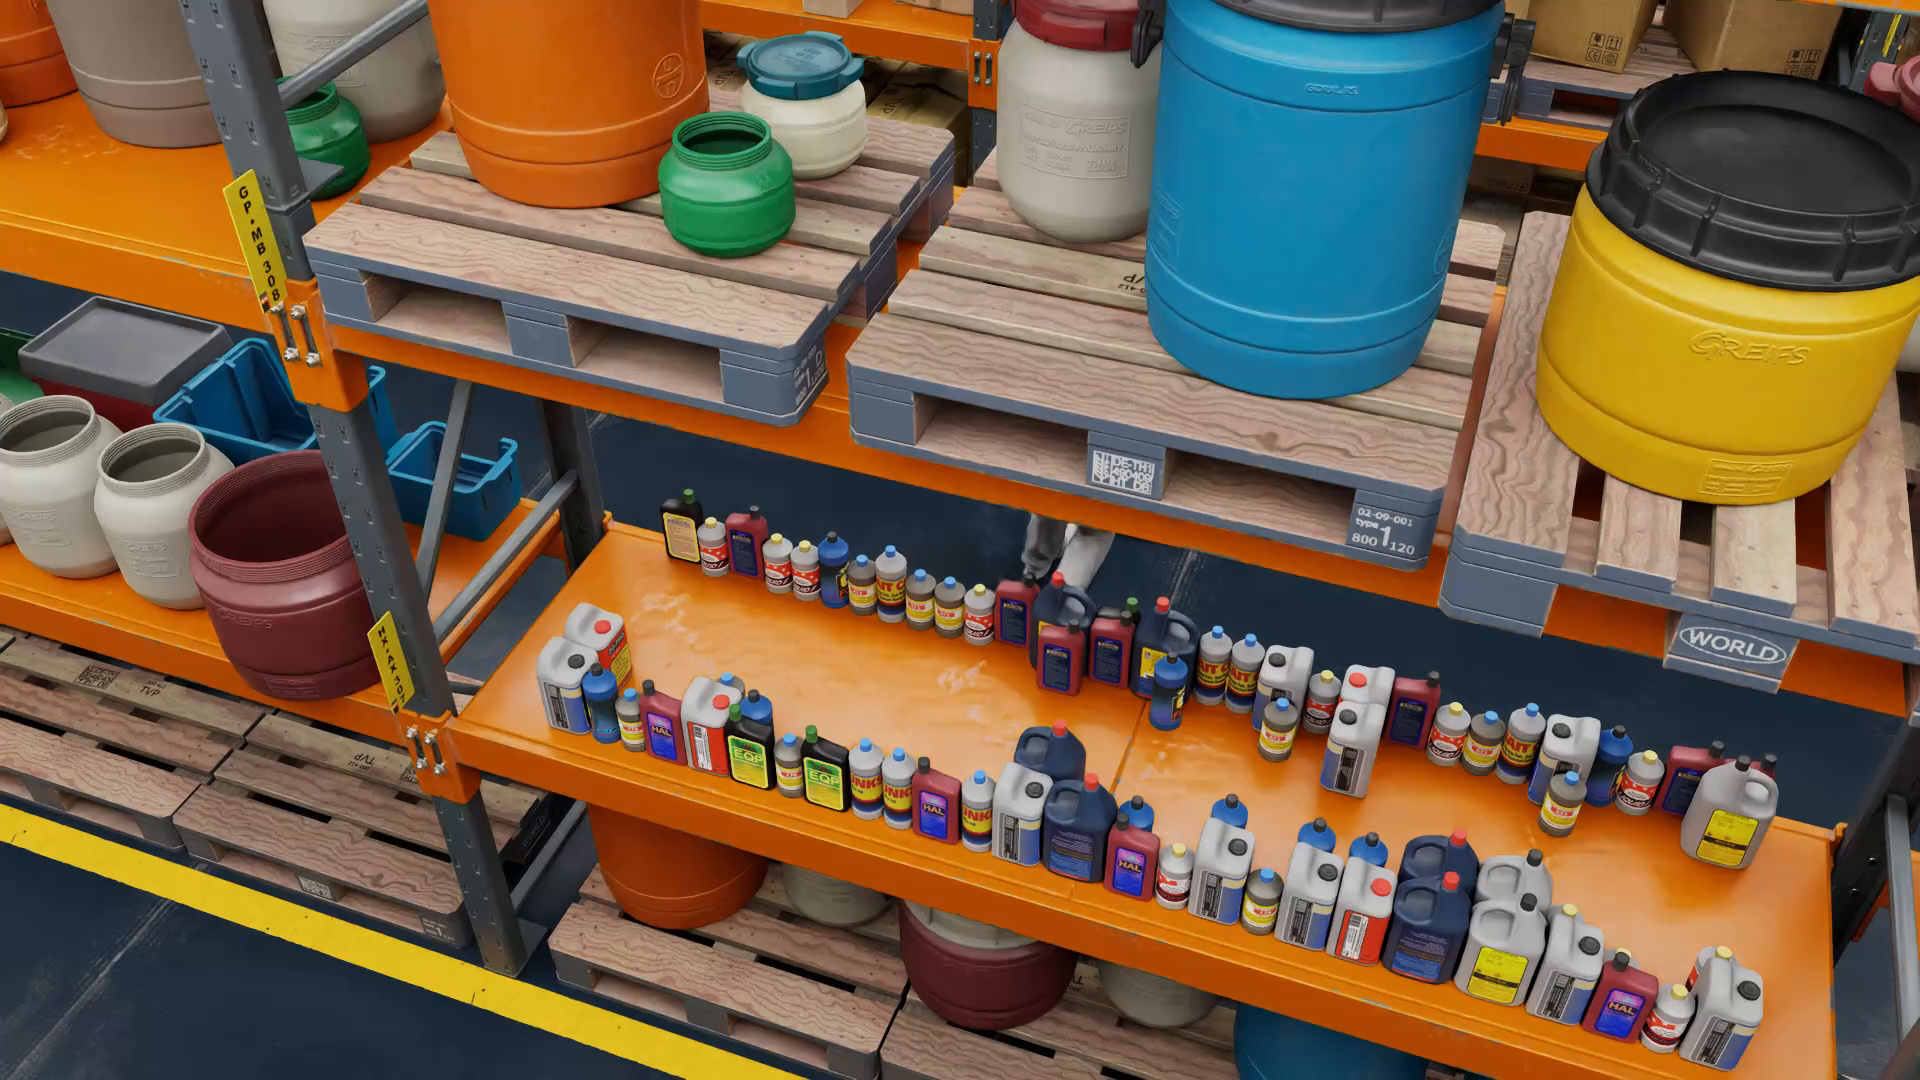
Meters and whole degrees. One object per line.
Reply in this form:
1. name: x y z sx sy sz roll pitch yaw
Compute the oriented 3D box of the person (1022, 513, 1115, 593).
1. person: 0.436 -0.357 6.570 0.593 1.719 0.863 28 48 28
